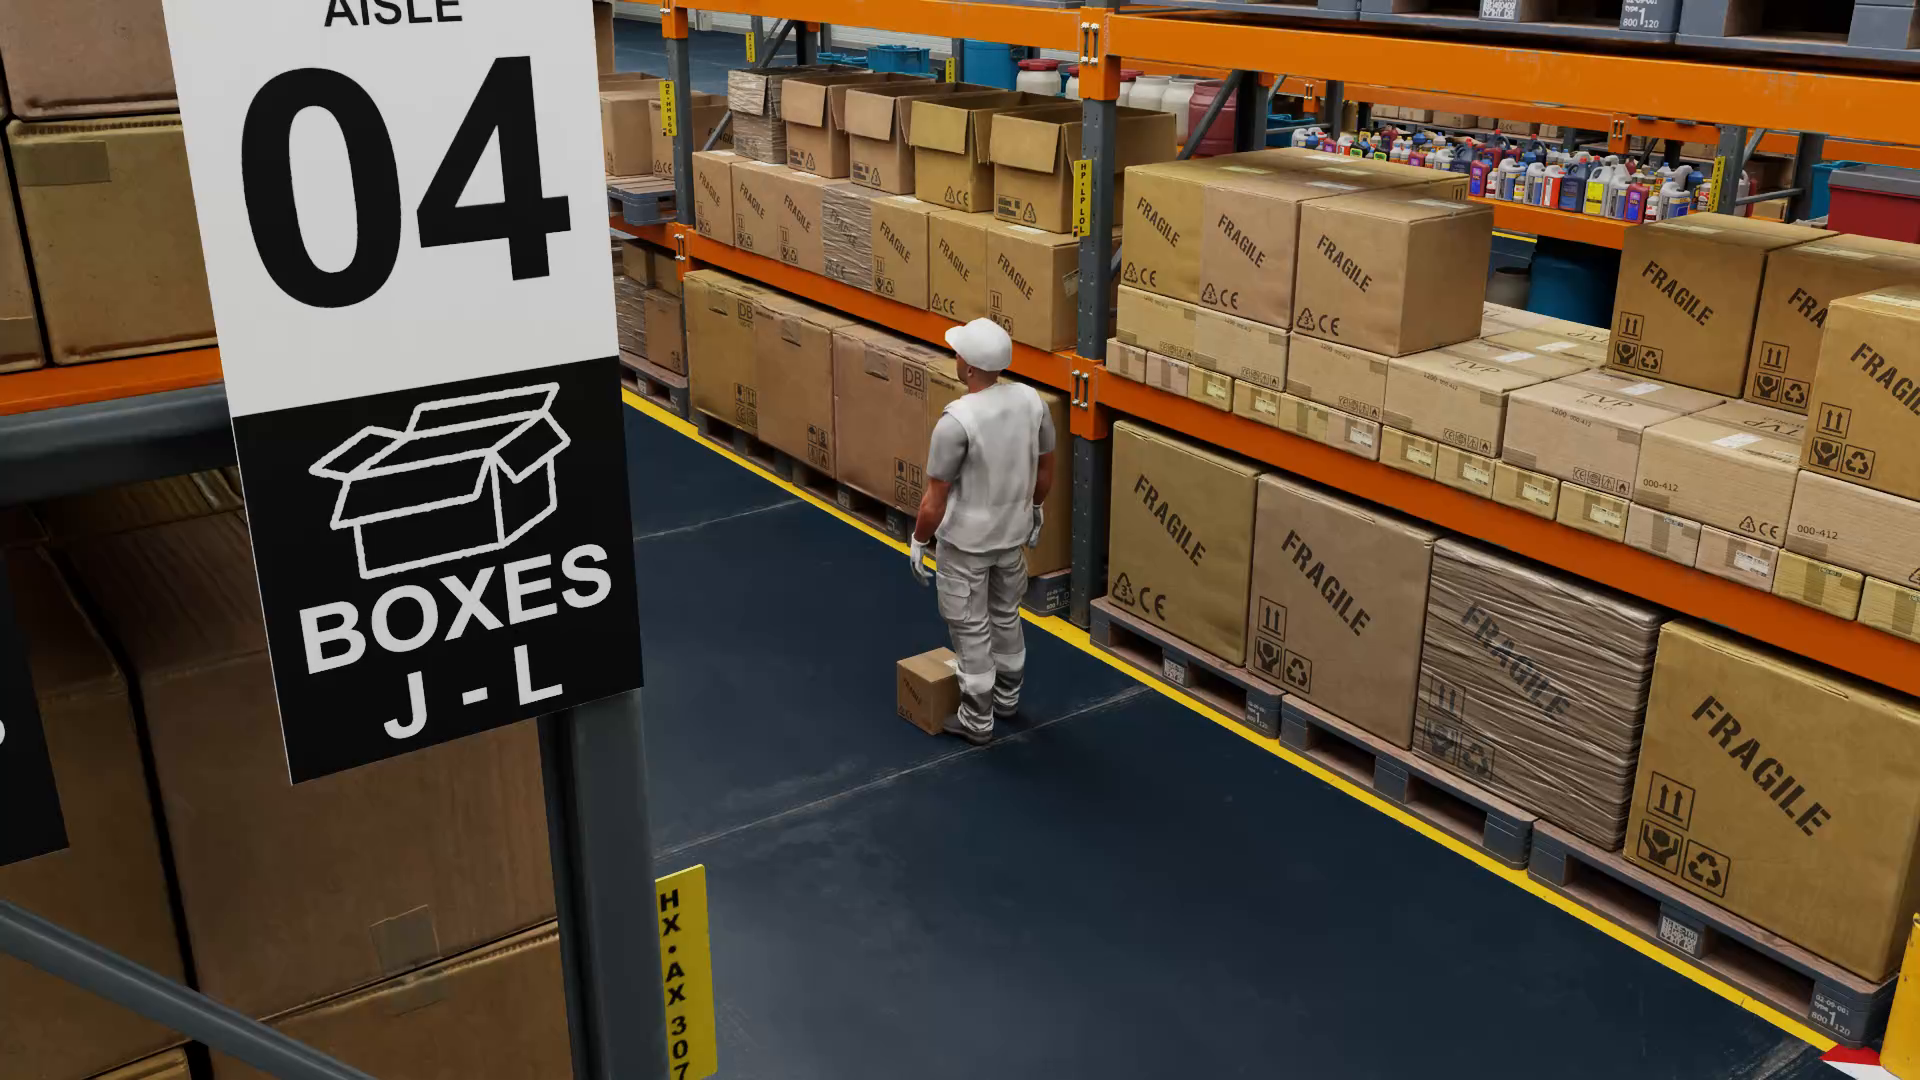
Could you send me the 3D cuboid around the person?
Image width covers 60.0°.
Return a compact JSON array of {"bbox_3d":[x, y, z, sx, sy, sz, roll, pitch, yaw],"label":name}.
[{"bbox_3d":[0.045,-0.038,6.624,0.638,1.790,0.561,-14,25,-33],"label":"person"}]
